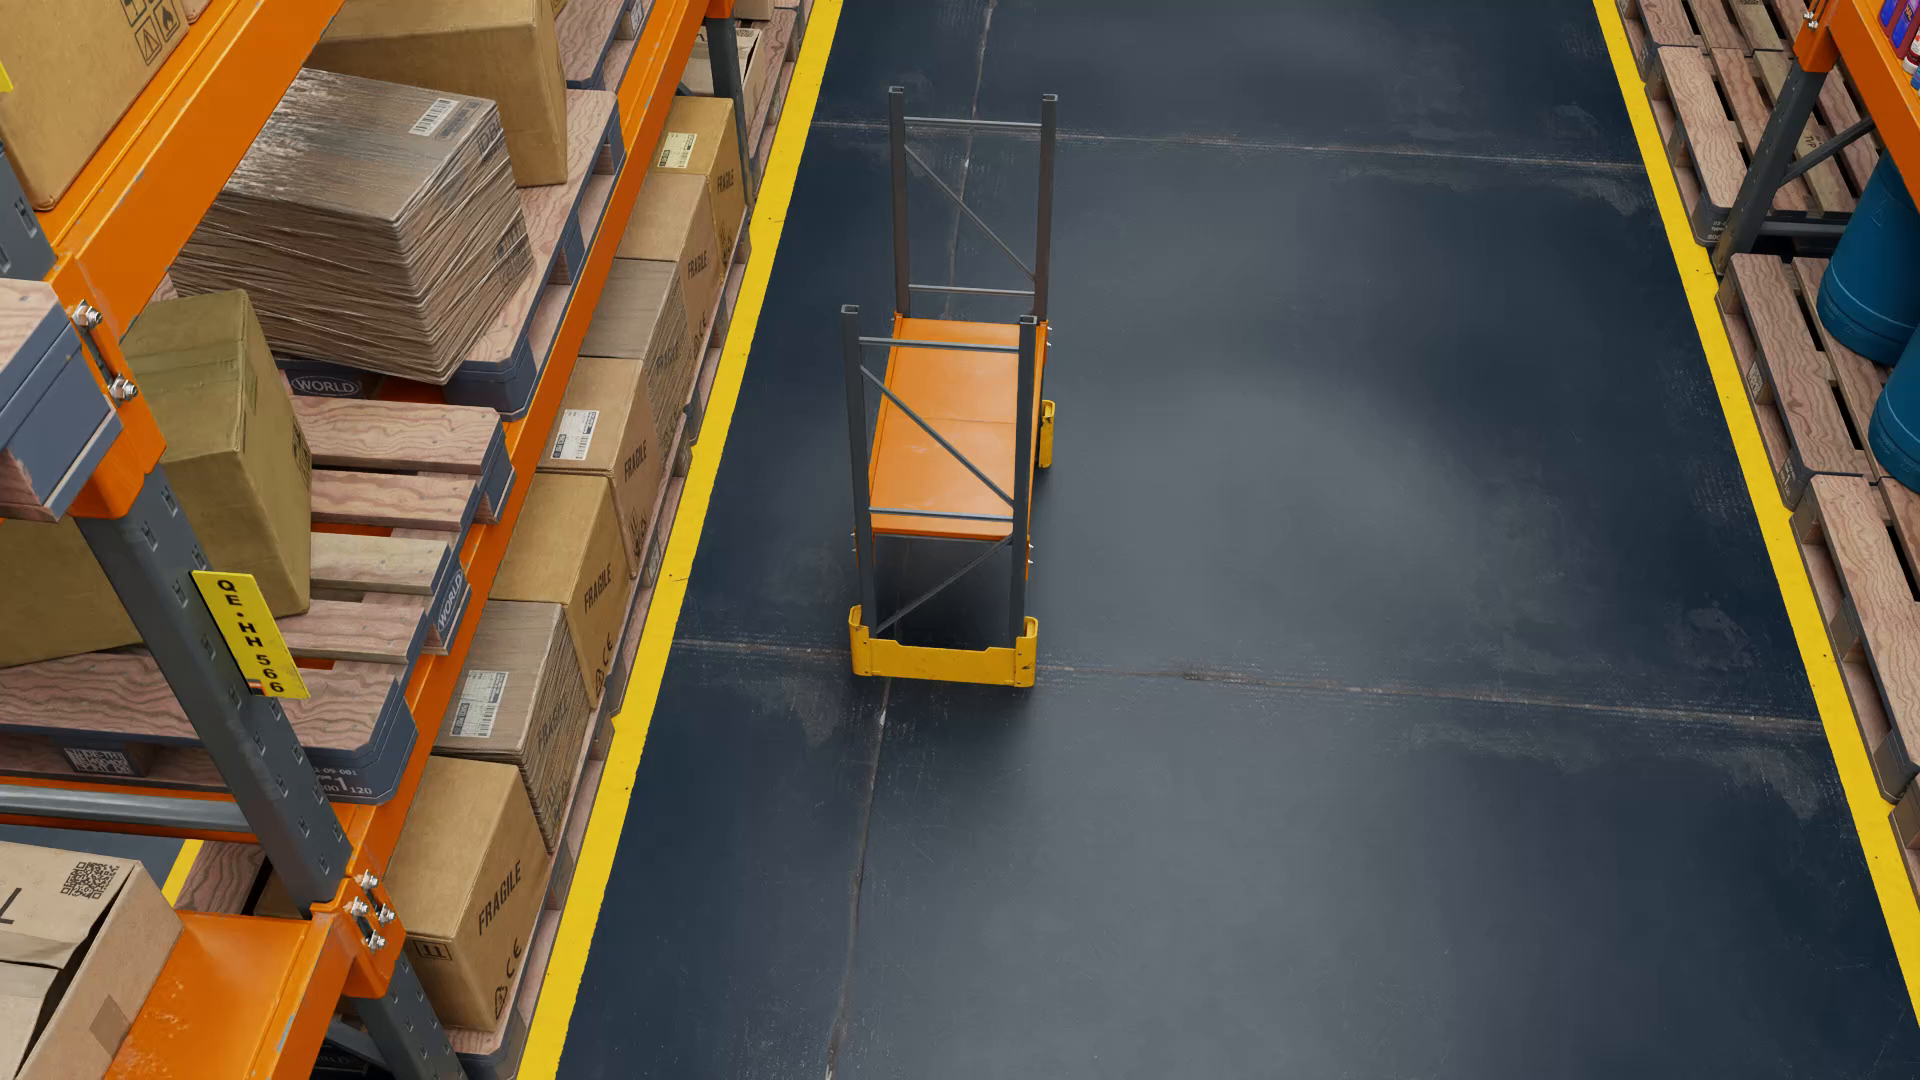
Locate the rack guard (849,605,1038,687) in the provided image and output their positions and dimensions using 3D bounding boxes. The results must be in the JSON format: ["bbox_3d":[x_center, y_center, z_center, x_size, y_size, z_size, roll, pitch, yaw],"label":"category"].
[{"bbox_3d":[-0.052,0.338,5.272,0.587,0.250,0.087,4,48,4],"label":"rack guard"}]

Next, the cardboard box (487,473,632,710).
[{"bbox_3d":[-1.317,0.146,4.980,0.500,0.500,0.500,3,48,3],"label":"cardboard box"}]

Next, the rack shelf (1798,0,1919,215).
[{"bbox_3d":[3.379,-0.372,4.545,1.077,0.370,4.000,4,48,4],"label":"rack shelf"}]

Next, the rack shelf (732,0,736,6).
[{"bbox_3d":[-1.189,-3.647,7.540,1.077,0.370,4.000,4,48,4],"label":"rack shelf"}]

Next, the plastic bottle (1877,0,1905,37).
[{"bbox_3d":[3.103,-1.804,5.446,0.061,0.283,0.133,4,48,4],"label":"plastic bottle"}]

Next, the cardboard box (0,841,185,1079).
[{"bbox_3d":[-1.812,0.814,3.033,0.500,0.311,0.500,7,48,6],"label":"cardboard box"}]

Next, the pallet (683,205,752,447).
[{"bbox_3d":[-1.408,-0.879,6.411,1.003,0.211,1.213,4,48,4],"label":"pallet"}]

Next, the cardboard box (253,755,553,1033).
[{"bbox_3d":[-1.410,0.899,4.291,0.500,0.500,0.500,6,48,5],"label":"cardboard box"}]

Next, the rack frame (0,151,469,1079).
[{"bbox_3d":[-1.736,0.519,3.242,1.000,3.000,0.127,4,48,4],"label":"rack frame"}]

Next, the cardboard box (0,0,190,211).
[{"bbox_3d":[-1.729,-0.850,2.394,0.910,0.500,0.500,4,48,4],"label":"cardboard box"}]

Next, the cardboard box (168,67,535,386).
[{"bbox_3d":[-1.517,-0.786,4.084,0.700,0.500,0.500,12,49,11],"label":"cardboard box"}]

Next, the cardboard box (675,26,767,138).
[{"bbox_3d":[-1.117,-1.955,7.029,0.500,0.311,0.500,4,48,4],"label":"cardboard box"}]

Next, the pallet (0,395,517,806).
[{"bbox_3d":[-1.744,0.081,3.773,1.213,0.211,1.003,4,48,4],"label":"pallet"}]

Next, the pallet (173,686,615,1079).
[{"bbox_3d":[-1.630,0.914,4.771,1.003,0.211,1.213,4,48,4],"label":"pallet"}]

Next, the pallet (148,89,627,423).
[{"bbox_3d":[-1.563,-0.845,4.620,1.003,0.211,1.213,4,48,4],"label":"pallet"}]

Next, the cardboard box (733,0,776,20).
[{"bbox_3d":[-1.049,-2.542,7.665,0.380,0.166,0.250,4,48,4],"label":"cardboard box"}]

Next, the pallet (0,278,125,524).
[{"bbox_3d":[-1.708,0.075,1.743,1.213,0.211,1.003,6,48,5],"label":"pallet"}]

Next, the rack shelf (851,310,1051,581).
[{"bbox_3d":[-0.008,-0.322,5.272,0.538,0.185,1.000,4,48,4],"label":"rack shelf"}]

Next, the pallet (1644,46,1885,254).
[{"bbox_3d":[3.590,-1.686,7.149,1.003,0.211,1.213,4,48,4],"label":"pallet"}]

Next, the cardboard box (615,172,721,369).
[{"bbox_3d":[-1.184,-0.980,6.010,0.500,0.500,0.500,4,48,4],"label":"cardboard box"}]

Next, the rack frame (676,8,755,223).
[{"bbox_3d":[-1.371,-2.420,5.931,1.000,3.000,0.127,4,48,4],"label":"rack frame"}]

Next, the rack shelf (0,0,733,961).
[{"bbox_3d":[-1.553,-0.708,4.852,1.077,0.370,4.000,4,48,4],"label":"rack shelf"}]

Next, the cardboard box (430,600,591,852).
[{"bbox_3d":[-1.367,0.514,4.643,0.500,0.500,0.500,2,48,2],"label":"cardboard box"}]

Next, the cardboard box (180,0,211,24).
[{"bbox_3d":[-1.683,-1.224,2.737,0.910,0.500,0.500,4,48,4],"label":"cardboard box"}]

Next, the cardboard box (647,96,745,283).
[{"bbox_3d":[-1.131,-1.343,6.341,0.500,0.500,0.500,4,48,3],"label":"cardboard box"}]

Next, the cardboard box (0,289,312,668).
[{"bbox_3d":[-1.790,-0.127,3.481,0.700,0.500,0.500,-11,48,-10],"label":"cardboard box"}]

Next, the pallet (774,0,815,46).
[{"bbox_3d":[-1.199,-2.882,8.243,1.003,0.211,1.213,4,48,4],"label":"pallet"}]

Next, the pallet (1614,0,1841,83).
[{"bbox_3d":[3.698,-2.585,7.971,1.003,0.211,1.213,4,48,4],"label":"pallet"}]

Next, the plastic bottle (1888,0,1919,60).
[{"bbox_3d":[3.091,-1.706,5.357,0.061,0.283,0.133,4,48,4],"label":"plastic bottle"}]

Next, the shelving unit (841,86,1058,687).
[{"bbox_3d":[-0.007,-0.450,5.145,0.587,1.500,1.083,4,48,4],"label":"shelving unit"}]

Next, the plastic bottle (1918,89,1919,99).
[{"bbox_3d":[3.106,-1.459,5.136,0.152,0.276,0.135,4,48,4],"label":"plastic bottle"}]

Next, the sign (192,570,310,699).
[{"bbox_3d":[-1.183,0.163,2.783,0.100,0.325,0.005,4,48,4],"label":"sign"}]

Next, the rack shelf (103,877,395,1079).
[{"bbox_3d":[-1.918,2.232,2.164,1.077,0.370,4.000,4,48,4],"label":"rack shelf"}]

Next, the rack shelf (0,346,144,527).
[{"bbox_3d":[-1.918,1.219,1.057,1.077,0.370,4.000,4,48,4],"label":"rack shelf"}]

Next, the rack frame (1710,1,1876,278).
[{"bbox_3d":[3.561,-2.084,5.623,1.000,3.000,0.127,4,48,4],"label":"rack frame"}]

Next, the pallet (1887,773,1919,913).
[{"bbox_3d":[3.227,1.214,4.496,1.003,0.211,1.213,4,48,4],"label":"pallet"}]

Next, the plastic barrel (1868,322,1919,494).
[{"bbox_3d":[3.430,-0.599,5.402,0.600,0.901,0.708,4,48,4],"label":"plastic barrel"}]

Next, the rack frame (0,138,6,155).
[{"bbox_3d":[-1.736,-1.505,1.029,1.000,3.000,0.127,4,48,4],"label":"rack frame"}]

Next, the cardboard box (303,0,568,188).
[{"bbox_3d":[-1.471,-1.293,4.548,0.700,0.500,0.500,-7,48,-6],"label":"cardboard box"}]

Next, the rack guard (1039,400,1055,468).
[{"bbox_3d":[0.038,-0.394,5.941,0.587,0.250,0.087,4,48,4],"label":"rack guard"}]

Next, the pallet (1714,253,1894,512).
[{"bbox_3d":[3.449,-0.579,6.136,1.003,0.211,1.213,4,48,4],"label":"pallet"}]

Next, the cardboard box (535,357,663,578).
[{"bbox_3d":[-1.274,-0.238,5.331,0.500,0.500,0.500,2,48,2],"label":"cardboard box"}]

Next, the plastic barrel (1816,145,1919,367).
[{"bbox_3d":[3.495,-1.119,5.878,0.600,0.901,0.708,4,48,4],"label":"plastic barrel"}]

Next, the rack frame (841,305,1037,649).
[{"bbox_3d":[-0.054,-0.070,4.798,0.500,1.500,0.032,4,48,4],"label":"rack frame"}]

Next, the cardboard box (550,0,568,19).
[{"bbox_3d":[-1.637,-1.753,4.968,0.700,0.500,0.500,11,48,10],"label":"cardboard box"}]

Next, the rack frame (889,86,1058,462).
[{"bbox_3d":[0.039,-0.817,5.481,0.500,1.500,0.032,4,48,4],"label":"rack frame"}]

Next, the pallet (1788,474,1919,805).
[{"bbox_3d":[3.341,0.320,5.314,1.003,0.211,1.213,4,48,4],"label":"pallet"}]

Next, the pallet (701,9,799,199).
[{"bbox_3d":[-1.308,-1.983,7.421,1.003,0.211,1.213,4,48,4],"label":"pallet"}]

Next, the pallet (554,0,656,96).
[{"bbox_3d":[-1.553,-1.775,5.471,1.003,0.211,1.213,4,48,4],"label":"pallet"}]

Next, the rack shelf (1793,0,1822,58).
[{"bbox_3d":[3.744,-3.311,7.233,1.077,0.370,4.000,4,48,4],"label":"rack shelf"}]

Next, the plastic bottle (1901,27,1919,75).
[{"bbox_3d":[3.099,-1.592,5.308,0.097,0.201,0.097,0,48,0],"label":"plastic bottle"}]

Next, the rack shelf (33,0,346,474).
[{"bbox_3d":[-1.553,-1.720,3.745,1.077,0.370,4.000,4,48,4],"label":"rack shelf"}]

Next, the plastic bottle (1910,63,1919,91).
[{"bbox_3d":[3.090,-1.544,5.217,0.097,0.271,0.097,0,48,0],"label":"plastic bottle"}]

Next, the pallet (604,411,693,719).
[{"bbox_3d":[-1.516,0.020,5.588,1.003,0.211,1.213,4,48,4],"label":"pallet"}]

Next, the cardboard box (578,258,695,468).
[{"bbox_3d":[-1.230,-0.612,5.673,0.500,0.500,0.500,4,48,4],"label":"cardboard box"}]

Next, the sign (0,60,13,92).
[{"bbox_3d":[-1.184,-0.651,1.876,0.100,0.325,0.005,4,48,4],"label":"sign"}]
